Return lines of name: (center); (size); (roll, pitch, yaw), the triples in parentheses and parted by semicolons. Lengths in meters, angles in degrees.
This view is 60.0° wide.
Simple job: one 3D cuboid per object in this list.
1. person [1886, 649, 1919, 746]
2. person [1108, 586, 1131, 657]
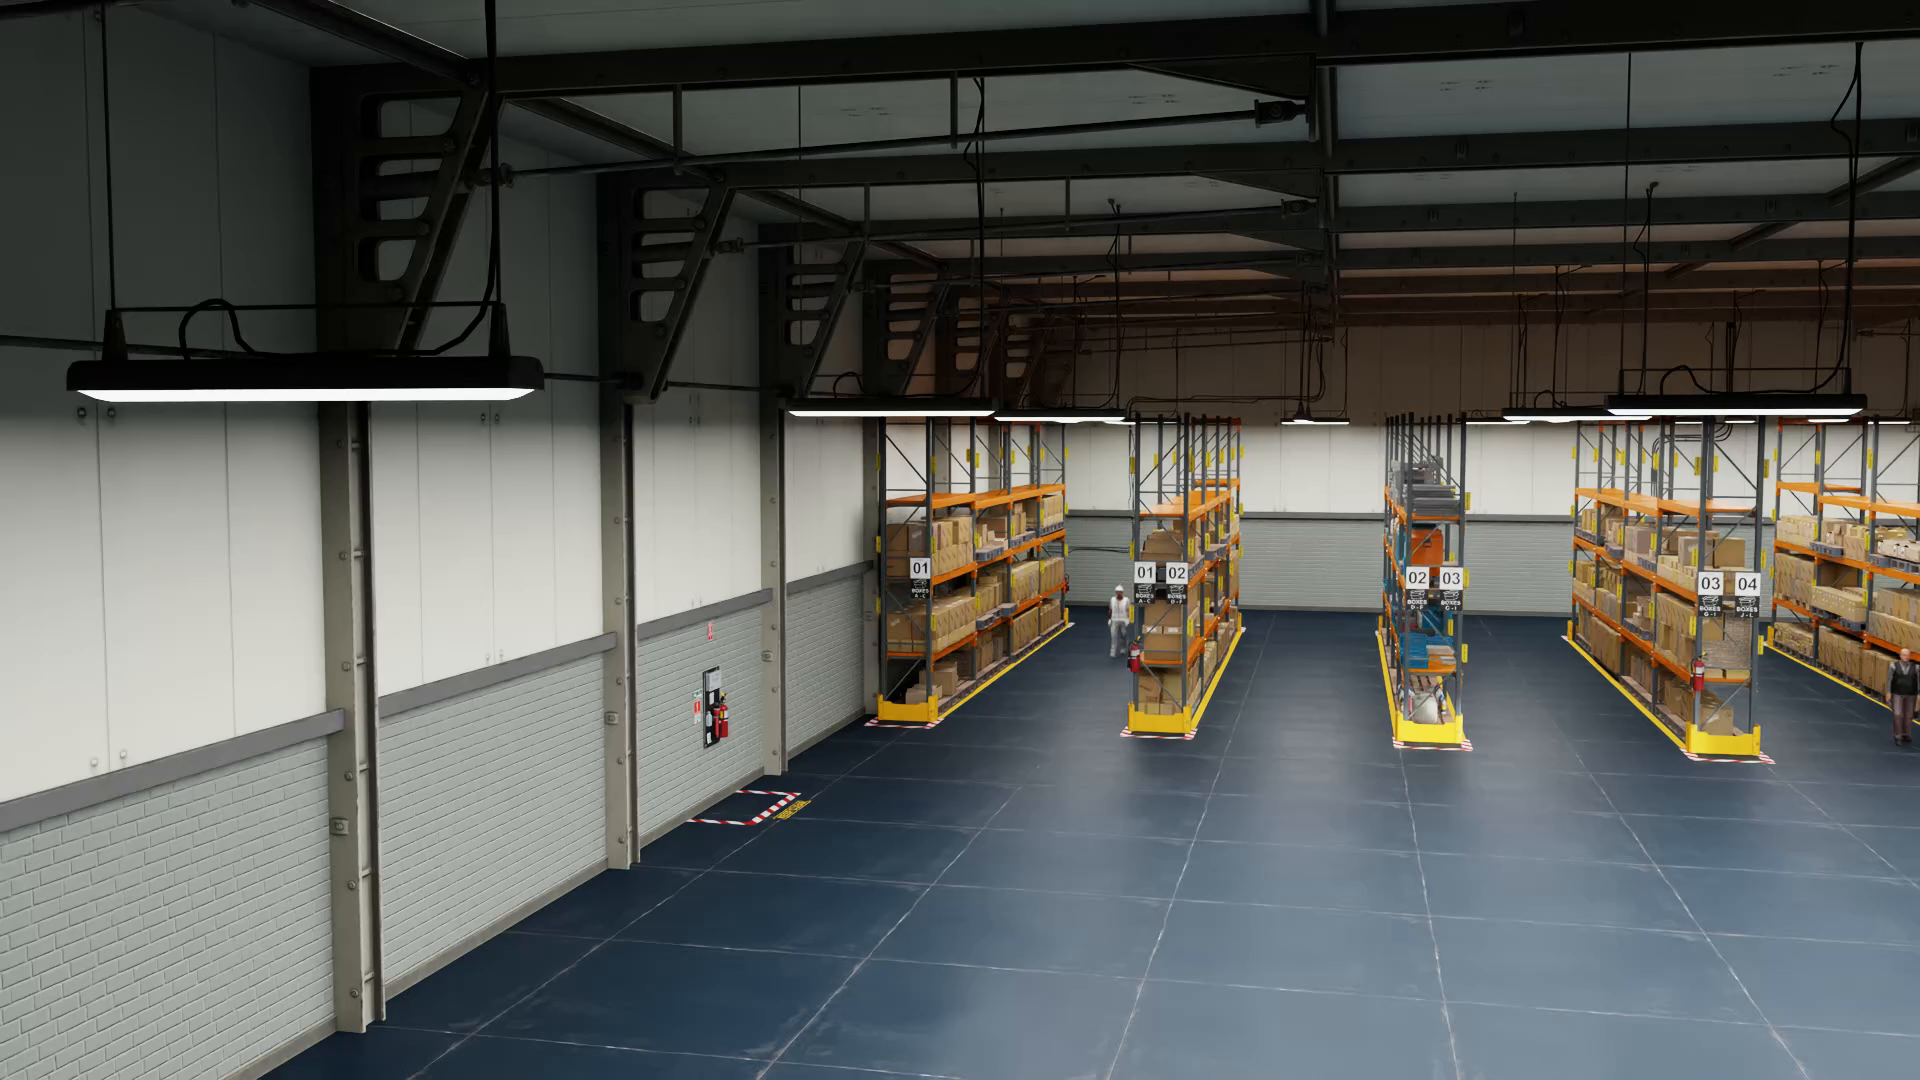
person: (17.097, 2.839, 30.084); (0.591, 1.746, 0.632); (2, 4, 25)
person: (3.980, 2.017, 41.549); (0.586, 1.714, 1.049); (1, 4, 8)
